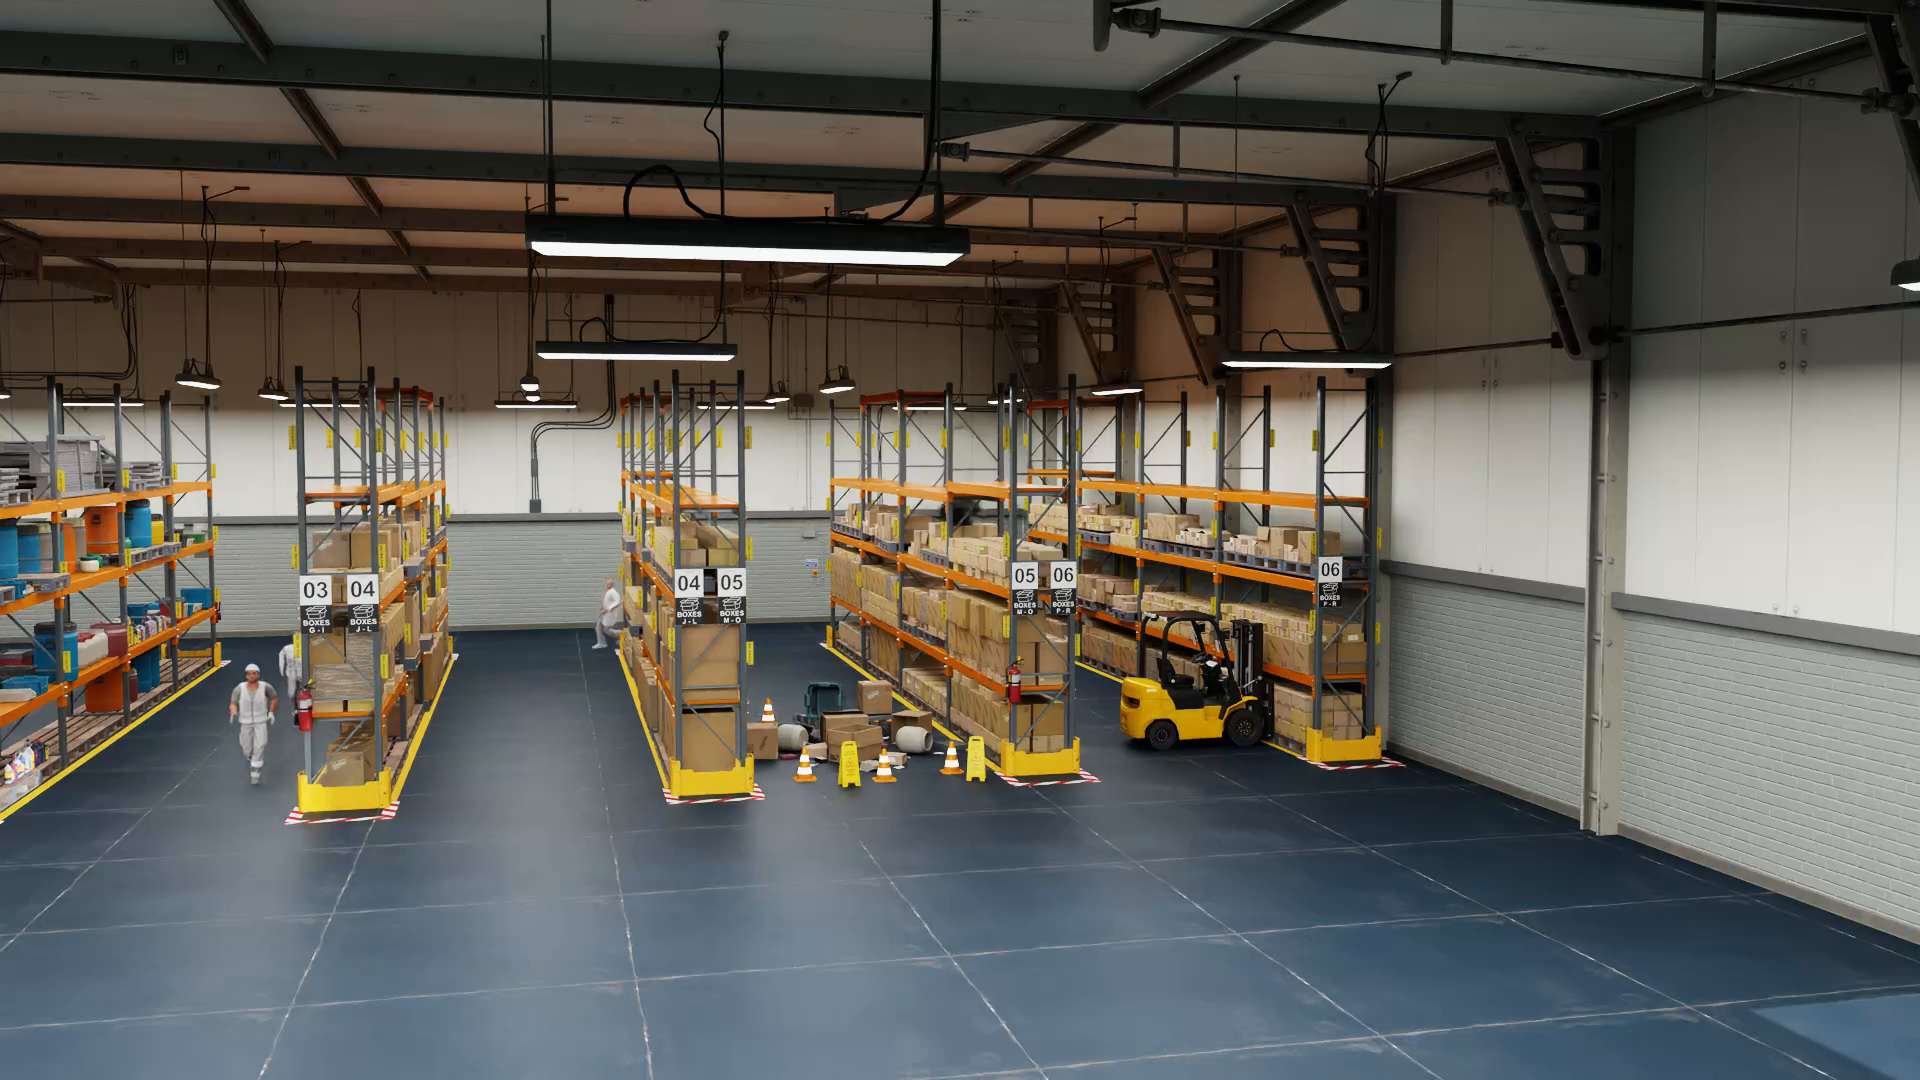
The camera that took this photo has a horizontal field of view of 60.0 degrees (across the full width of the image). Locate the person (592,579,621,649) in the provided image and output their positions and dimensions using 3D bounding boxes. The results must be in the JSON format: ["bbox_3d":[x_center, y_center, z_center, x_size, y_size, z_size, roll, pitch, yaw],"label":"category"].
[{"bbox_3d":[-8.367,1.783,40.004,0.812,1.708,0.774,-2,4,-32],"label":"person"}]

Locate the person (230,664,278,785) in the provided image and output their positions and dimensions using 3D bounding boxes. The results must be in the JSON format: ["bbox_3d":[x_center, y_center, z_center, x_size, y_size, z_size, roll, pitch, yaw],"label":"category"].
[{"bbox_3d":[-10.355,2.674,24.418,0.646,1.748,0.797,-1,4,-19],"label":"person"}]

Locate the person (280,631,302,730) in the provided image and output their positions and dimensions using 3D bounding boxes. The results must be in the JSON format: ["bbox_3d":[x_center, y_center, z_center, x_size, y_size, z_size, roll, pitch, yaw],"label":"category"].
[{"bbox_3d":[-11.602,2.429,29.147,0.636,1.727,0.828,-1,3,-13],"label":"person"}]
